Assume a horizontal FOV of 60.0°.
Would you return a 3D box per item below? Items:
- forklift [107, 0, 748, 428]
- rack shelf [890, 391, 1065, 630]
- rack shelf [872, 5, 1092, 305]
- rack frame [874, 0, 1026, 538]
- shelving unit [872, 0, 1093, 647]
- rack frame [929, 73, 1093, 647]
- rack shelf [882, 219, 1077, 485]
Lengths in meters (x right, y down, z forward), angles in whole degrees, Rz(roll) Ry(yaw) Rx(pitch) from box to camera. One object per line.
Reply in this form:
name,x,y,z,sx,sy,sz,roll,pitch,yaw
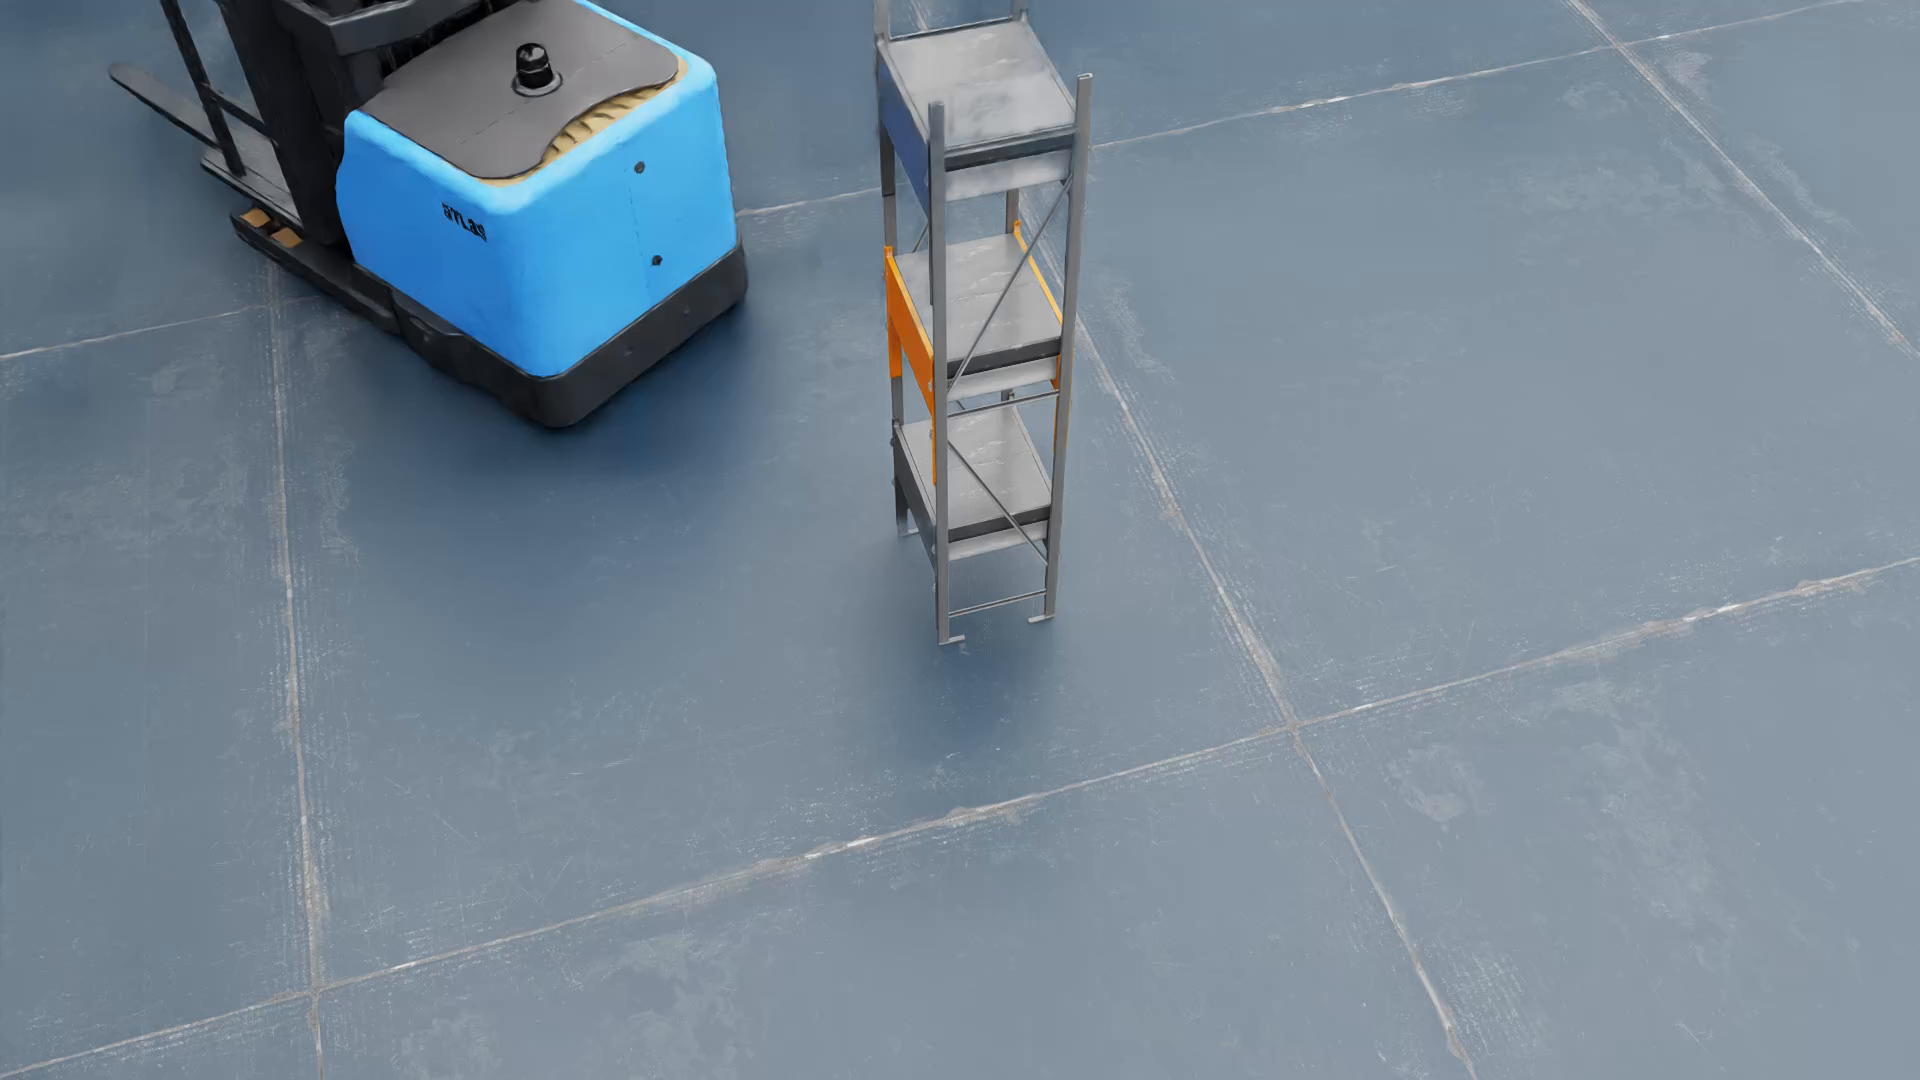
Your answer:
forklift,-2.294,-2.308,5.778,3.031,2.935,1.130,32,57,24
rack shelf,0.049,-0.096,5.391,0.431,0.518,0.480,-13,51,-11
rack shelf,0.049,-0.998,4.321,0.431,0.518,0.480,-13,51,-11
rack frame,-0.023,-0.734,4.996,0.400,2.100,0.015,-13,51,-11
shelving unit,0.049,-0.556,4.845,0.431,2.100,0.503,-13,51,-11
rack frame,0.121,-0.378,4.695,0.400,2.100,0.015,-13,51,-11
rack shelf,0.049,-0.547,4.856,0.431,0.518,0.480,-13,51,-11
